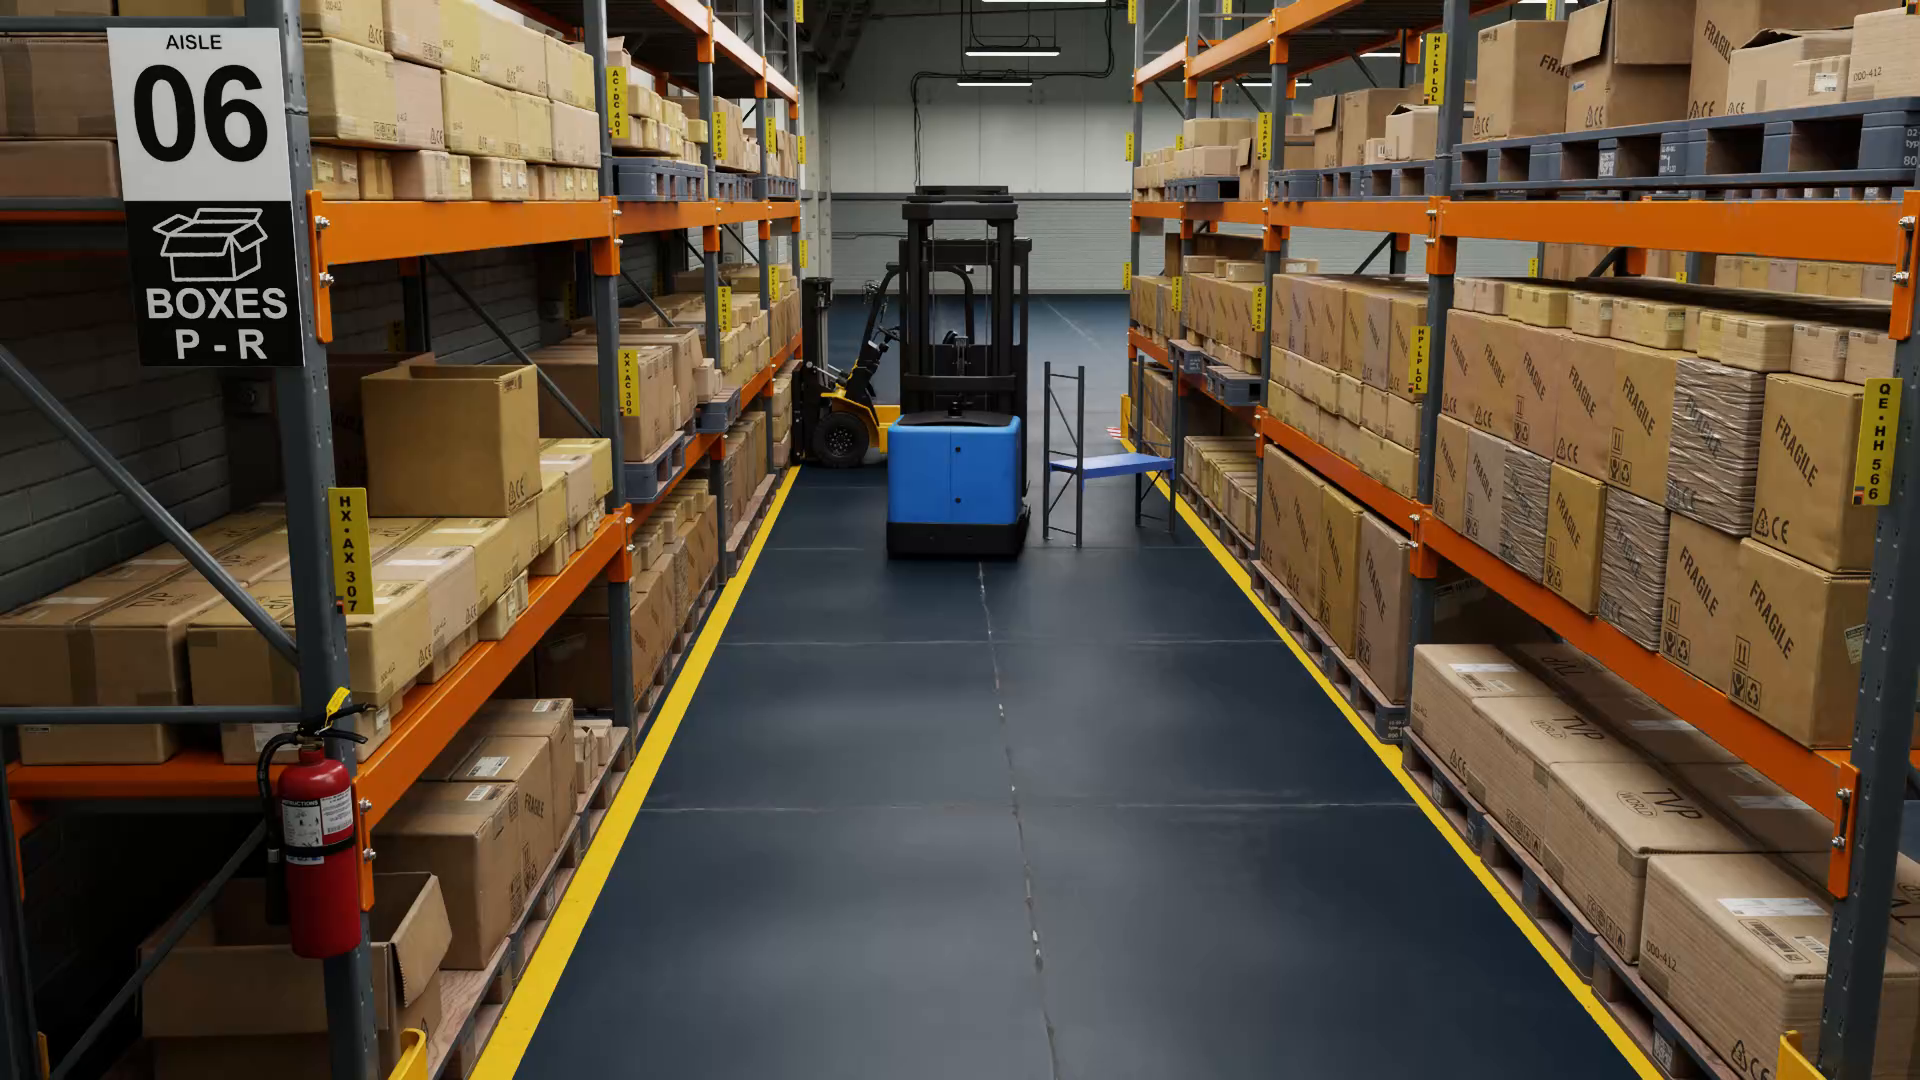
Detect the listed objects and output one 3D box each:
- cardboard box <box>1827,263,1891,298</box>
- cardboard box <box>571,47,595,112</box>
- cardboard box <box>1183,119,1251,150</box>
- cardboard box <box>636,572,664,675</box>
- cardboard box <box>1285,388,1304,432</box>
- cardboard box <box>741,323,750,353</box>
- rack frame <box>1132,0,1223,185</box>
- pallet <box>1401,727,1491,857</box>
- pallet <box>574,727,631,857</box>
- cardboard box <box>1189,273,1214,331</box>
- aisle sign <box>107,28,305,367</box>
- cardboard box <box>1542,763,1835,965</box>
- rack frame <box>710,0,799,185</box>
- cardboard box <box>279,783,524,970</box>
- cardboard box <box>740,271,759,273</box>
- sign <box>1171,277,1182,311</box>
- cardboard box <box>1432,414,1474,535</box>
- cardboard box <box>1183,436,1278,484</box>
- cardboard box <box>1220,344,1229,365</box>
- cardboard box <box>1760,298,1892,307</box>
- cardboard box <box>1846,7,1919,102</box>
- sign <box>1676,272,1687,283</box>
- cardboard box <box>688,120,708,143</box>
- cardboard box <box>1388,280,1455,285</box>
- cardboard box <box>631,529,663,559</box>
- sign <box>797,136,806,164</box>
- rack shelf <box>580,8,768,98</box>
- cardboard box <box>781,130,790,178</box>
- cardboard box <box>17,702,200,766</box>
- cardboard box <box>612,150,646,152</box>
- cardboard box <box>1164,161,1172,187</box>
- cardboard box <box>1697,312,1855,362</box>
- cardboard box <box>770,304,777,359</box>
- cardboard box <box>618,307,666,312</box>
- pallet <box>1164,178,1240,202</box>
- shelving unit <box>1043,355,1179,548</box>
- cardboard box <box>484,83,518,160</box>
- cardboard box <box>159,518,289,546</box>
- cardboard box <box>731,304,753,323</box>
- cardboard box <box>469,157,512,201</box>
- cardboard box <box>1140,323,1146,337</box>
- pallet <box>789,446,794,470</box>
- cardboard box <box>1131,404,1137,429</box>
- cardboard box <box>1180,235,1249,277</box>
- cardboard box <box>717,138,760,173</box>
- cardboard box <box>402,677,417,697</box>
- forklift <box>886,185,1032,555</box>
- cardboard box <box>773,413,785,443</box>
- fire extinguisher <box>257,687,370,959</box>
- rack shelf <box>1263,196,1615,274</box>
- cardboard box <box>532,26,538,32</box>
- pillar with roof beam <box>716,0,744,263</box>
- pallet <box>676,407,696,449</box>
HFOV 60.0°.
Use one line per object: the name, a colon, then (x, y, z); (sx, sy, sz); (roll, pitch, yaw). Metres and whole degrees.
cardboard box: (7.640, -2.026, 13.737); (0.700, 0.500, 0.500); (0, 11, -2)
cardboard box: (-1.912, -2.027, 7.333); (0.500, 0.250, 0.500); (0, 11, -1)
cardboard box: (2.266, -3.581, 14.685); (0.500, 0.250, 0.500); (0, 11, -2)
cardboard box: (-1.969, 0.477, 9.392); (0.500, 0.500, 0.500); (0, 11, -2)
cardboard box: (2.504, -0.881, 11.237); (0.500, 0.250, 0.500); (-1, 11, -3)
cardboard box: (-2.048, -1.700, 14.014); (0.500, 0.250, 0.500); (0, 11, 0)
rack frame: (2.552, -5.686, 19.451); (1.000, 3.000, 0.127); (0, 11, -1)
pallet: (2.737, 1.158, 7.820); (1.003, 0.211, 1.213); (0, 11, -1)
pallet: (-2.150, 1.164, 7.790); (1.003, 0.211, 1.213); (0, 11, -1)
cardboard box: (2.368, -2.157, 15.091); (0.500, 0.500, 0.500); (0, 11, -1)
aisle sign: (-1.785, -0.806, 3.947); (0.394, 0.787, 0.004); (0, 11, -1)
cardboard box: (2.741, 1.172, 6.125); (0.875, 0.438, 0.875); (0, 11, 0)
rack frame: (-2.411, -5.664, 19.347); (1.000, 3.000, 0.127); (0, 11, -1)
cardboard box: (-1.977, 1.183, 5.913); (0.700, 0.500, 0.500); (0, 11, 1)
cardboard box: (-2.083, -2.712, 17.251); (0.380, 0.149, 0.250); (0, 11, -2)
sign: (2.092, -2.371, 16.024); (0.100, 0.325, 0.005); (0, 11, -1)
cardboard box: (2.548, -0.315, 7.815); (0.500, 0.500, 0.500); (0, 11, 1)
cardboard box: (2.648, -0.764, 15.834); (0.950, 0.372, 0.625); (0, 11, 0)
cardboard box: (2.330, -1.510, 13.532); (0.380, 0.149, 0.250); (0, 11, 0)
cardboard box: (3.162, -0.802, 6.070); (0.380, 0.149, 0.250); (-1, 11, -3)
cardboard box: (2.783, -1.305, 4.474); (0.500, 0.250, 0.500); (-1, 12, -6)
sign: (7.026, -2.451, 16.221); (0.100, 0.325, 0.005); (0, 11, -1)
cardboard box: (-1.943, -2.805, 11.421); (0.380, 0.149, 0.250); (0, 11, 1)
cardboard box: (3.012, -1.392, 10.609); (0.500, 0.500, 0.500); (0, 11, -1)
cardboard box: (-1.994, 0.031, 9.963); (0.380, 0.149, 0.250); (0, 11, 1)
sign: (-1.868, -4.589, 19.562); (0.100, 0.325, 0.005); (0, 11, -1)
rack shelf: (-2.287, -3.923, 13.579); (1.077, 0.370, 4.000); (0, 11, -1)
cardboard box: (-2.237, -4.207, 18.149); (0.700, 0.500, 0.500); (0, 11, -1)
cardboard box: (-2.355, 0.515, 4.610); (0.380, 0.149, 0.250); (0, 11, -2)
cardboard box: (-1.845, -2.103, 8.662); (0.380, 0.149, 0.250); (0, 11, -1)
cardboard box: (2.345, -3.680, 16.738); (0.500, 0.250, 0.500); (0, 11, -2)
cardboard box: (2.592, -0.644, 5.291); (0.380, 0.149, 0.250); (0, 11, 0)
cardboard box: (-2.076, -2.067, 16.454); (0.500, 0.500, 0.500); (-1, 11, -3)
cardboard box: (-2.607, -1.818, 13.594); (0.380, 0.149, 0.250); (0, 11, -2)
pallet: (2.541, -3.205, 15.242); (1.213, 0.211, 1.003); (0, 11, -1)
shelving unit: (1.277, -0.770, 14.080); (1.048, 1.500, 0.538); (-8, 14, -33)
cardboard box: (-1.879, -1.481, 5.899); (0.500, 0.250, 0.500); (0, 11, -2)
cardboard box: (-2.370, 0.093, 5.687); (0.500, 0.250, 0.500); (0, 11, 1)
cardboard box: (-1.960, -1.923, 14.110); (0.380, 0.149, 0.250); (-1, 11, -3)
cardboard box: (-1.789, -1.260, 5.814); (0.380, 0.149, 0.250); (0, 11, -1)
cardboard box: (2.255, -2.400, 18.977); (0.380, 0.149, 0.250); (0, 11, 0)
pallet: (-2.331, -0.964, 18.280); (1.003, 0.211, 1.213); (0, 11, -1)
cardboard box: (2.292, -1.442, 19.483); (0.500, 0.250, 0.500); (0, 11, -2)
cardboard box: (2.768, -3.028, 17.927); (0.700, 0.500, 0.500); (0, 11, -2)
cardboard box: (-2.070, -3.468, 14.979); (0.500, 0.311, 0.500); (-1, 11, -3)
cardboard box: (-1.904, 0.410, 5.124); (0.380, 0.149, 0.250); (0, 11, -2)
forklift: (0.052, -1.560, 14.379); (1.130, 2.935, 3.031); (1, 12, 5)
cardboard box: (-2.030, -1.130, 16.686); (0.500, 0.250, 0.500); (0, 11, -1)
fire extinguisher: (-1.615, 0.704, 4.176); (0.296, 0.674, 0.183); (0, 11, -1)
rack shelf: (2.758, -1.875, 10.023); (1.077, 0.370, 4.000); (0, 11, -1)
cardboard box: (-2.238, -2.350, 8.088); (0.396, 0.266, 0.258); (0, 11, -2)
pillar with roof beam: (0.882, -6.733, 24.613); (9.100, 9.000, 0.400); (0, 11, -1)
pallet: (-2.201, -0.653, 10.218); (1.003, 0.211, 1.213); (0, 11, -1)
